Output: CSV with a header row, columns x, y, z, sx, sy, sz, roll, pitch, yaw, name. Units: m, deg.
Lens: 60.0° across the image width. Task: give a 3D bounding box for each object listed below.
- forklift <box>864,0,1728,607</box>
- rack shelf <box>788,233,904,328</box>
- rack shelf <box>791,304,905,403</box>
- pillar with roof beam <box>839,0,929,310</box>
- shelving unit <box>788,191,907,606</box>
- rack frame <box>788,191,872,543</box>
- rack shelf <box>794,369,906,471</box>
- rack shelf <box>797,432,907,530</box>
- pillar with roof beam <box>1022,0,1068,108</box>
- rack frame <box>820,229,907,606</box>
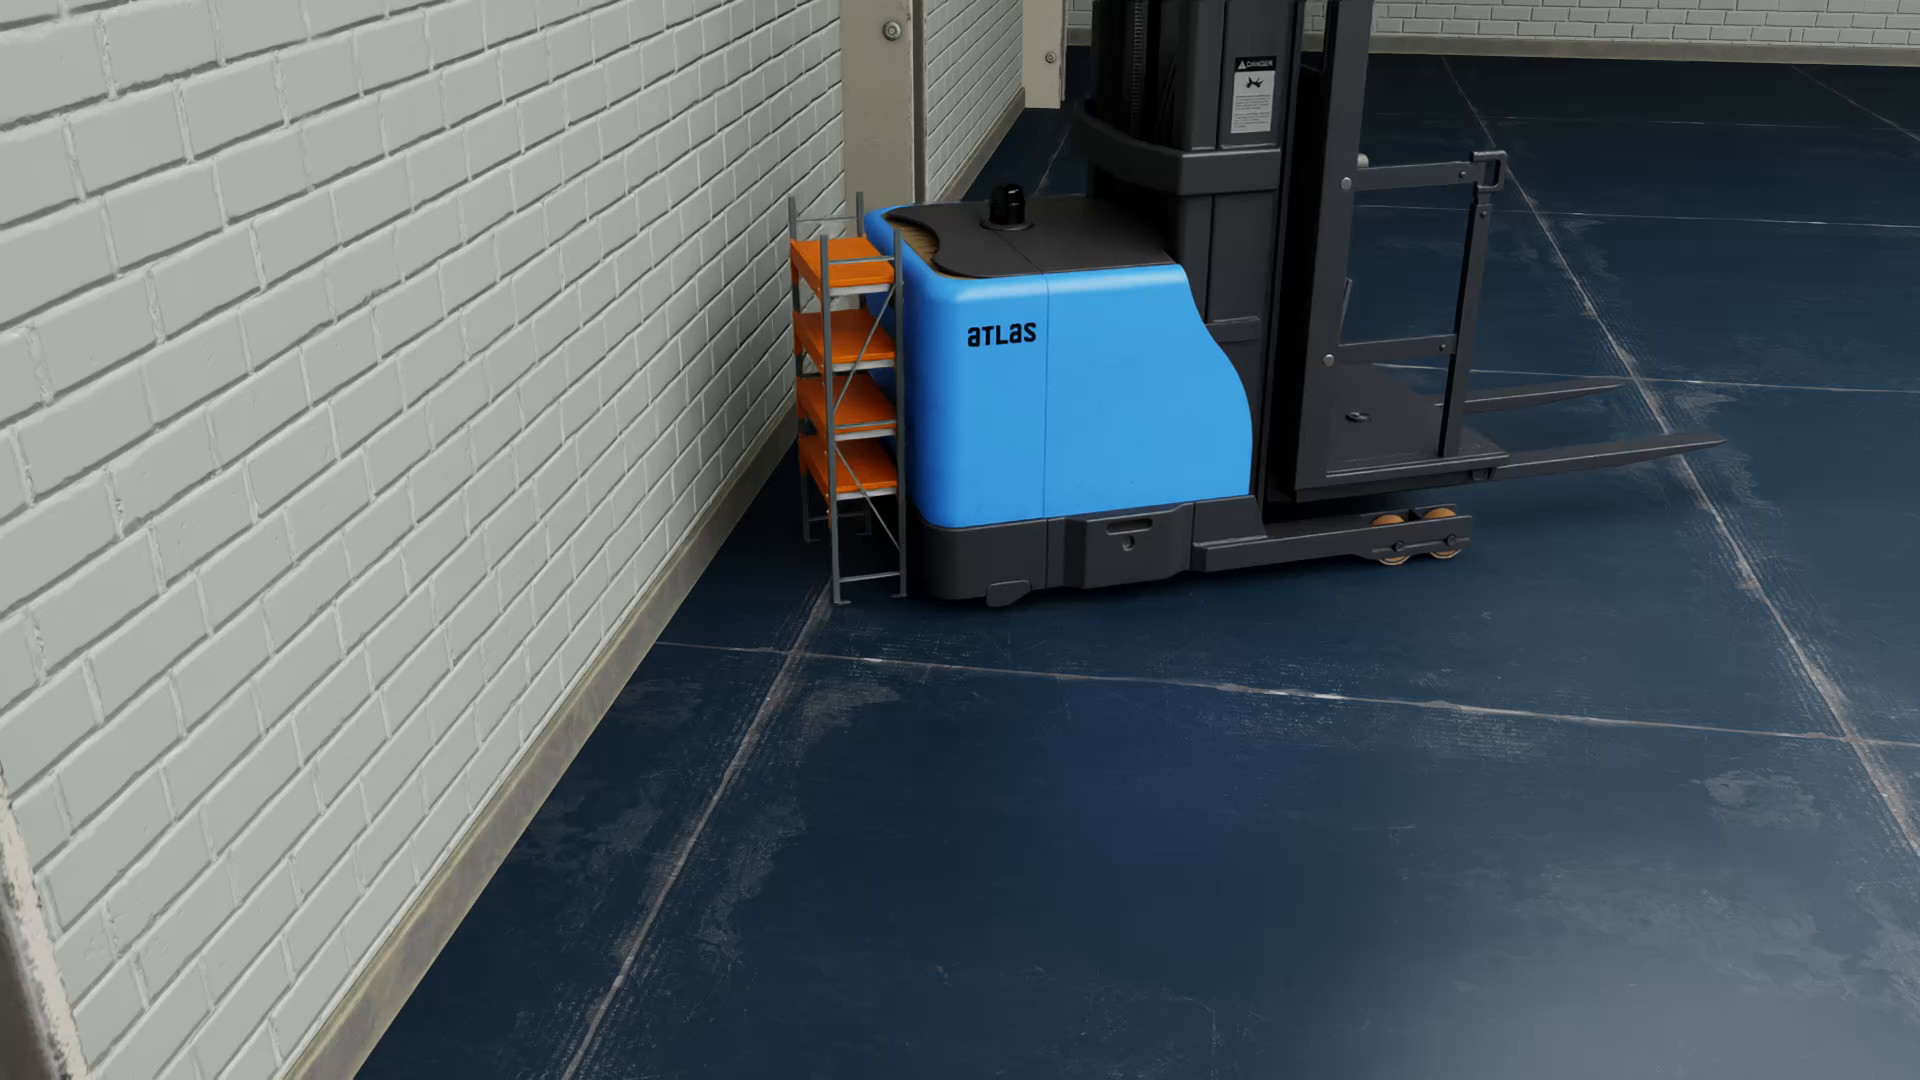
x,y,z,sx,sy,sz,roll,pitch,yaw,name
1.224,-1.451,5.392,3.031,2.935,1.130,-7,26,-14,forklift
-0.356,-0.807,5.131,0.258,0.148,0.480,-7,26,-15,rack shelf
-0.356,-0.592,5.231,0.258,0.148,0.480,-7,26,-15,rack shelf
3.920,-4.712,5.201,9.100,9.000,0.400,4,25,9,pillar with roof beam
-0.356,-0.451,5.298,0.258,1.200,0.503,-7,26,-15,shelving unit
-0.424,-0.550,5.510,0.240,1.200,0.015,-7,26,-15,rack frame
-0.356,-0.390,5.326,0.258,0.148,0.480,-7,26,-15,rack shelf
-0.356,-0.210,5.410,0.258,0.148,0.480,-7,26,-15,rack shelf
4.900,-7.221,10.562,9.100,9.000,0.400,4,25,9,pillar with roof beam
-0.288,-0.351,5.085,0.240,1.200,0.015,-7,26,-15,rack frame
